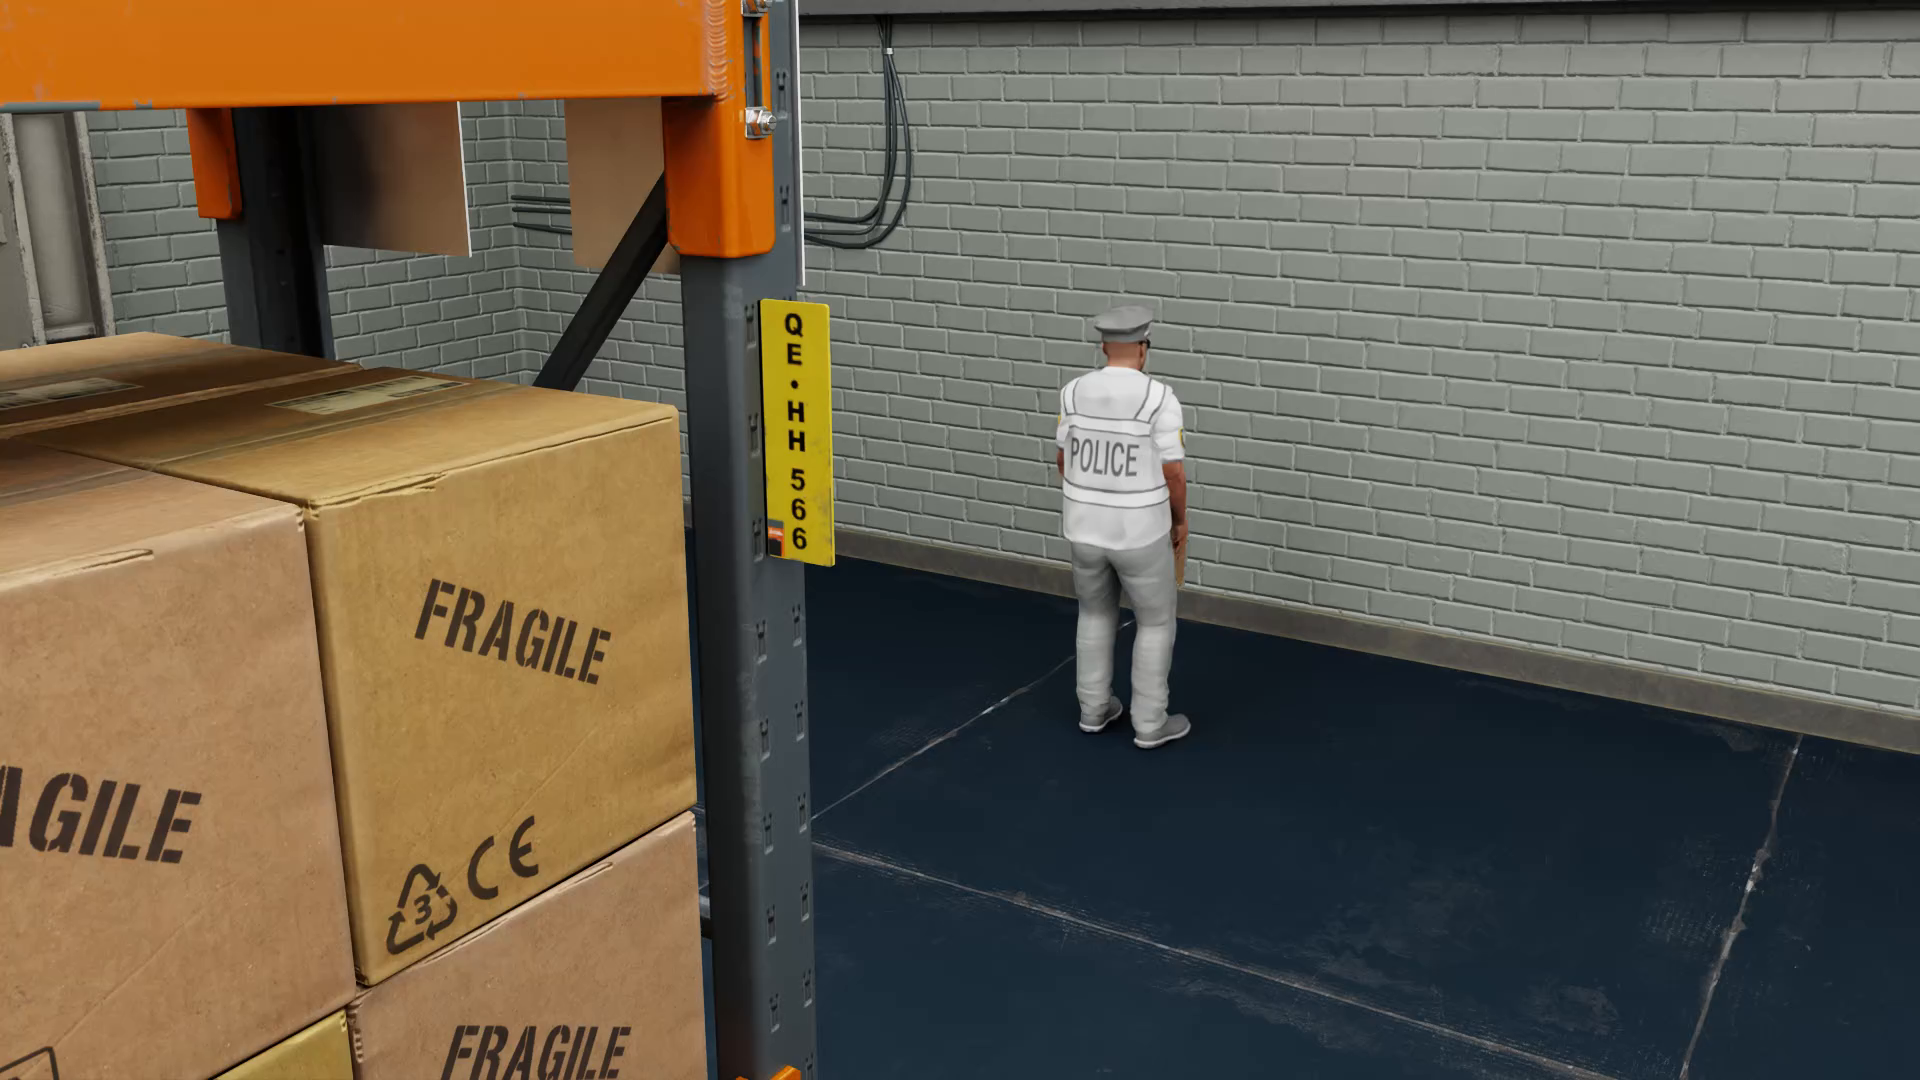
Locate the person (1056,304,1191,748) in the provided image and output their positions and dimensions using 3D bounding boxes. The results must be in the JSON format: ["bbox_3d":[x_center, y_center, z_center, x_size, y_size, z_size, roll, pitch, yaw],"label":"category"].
[{"bbox_3d":[0.652,-0.051,6.667,0.547,1.763,0.470,9,18,29],"label":"person"}]
